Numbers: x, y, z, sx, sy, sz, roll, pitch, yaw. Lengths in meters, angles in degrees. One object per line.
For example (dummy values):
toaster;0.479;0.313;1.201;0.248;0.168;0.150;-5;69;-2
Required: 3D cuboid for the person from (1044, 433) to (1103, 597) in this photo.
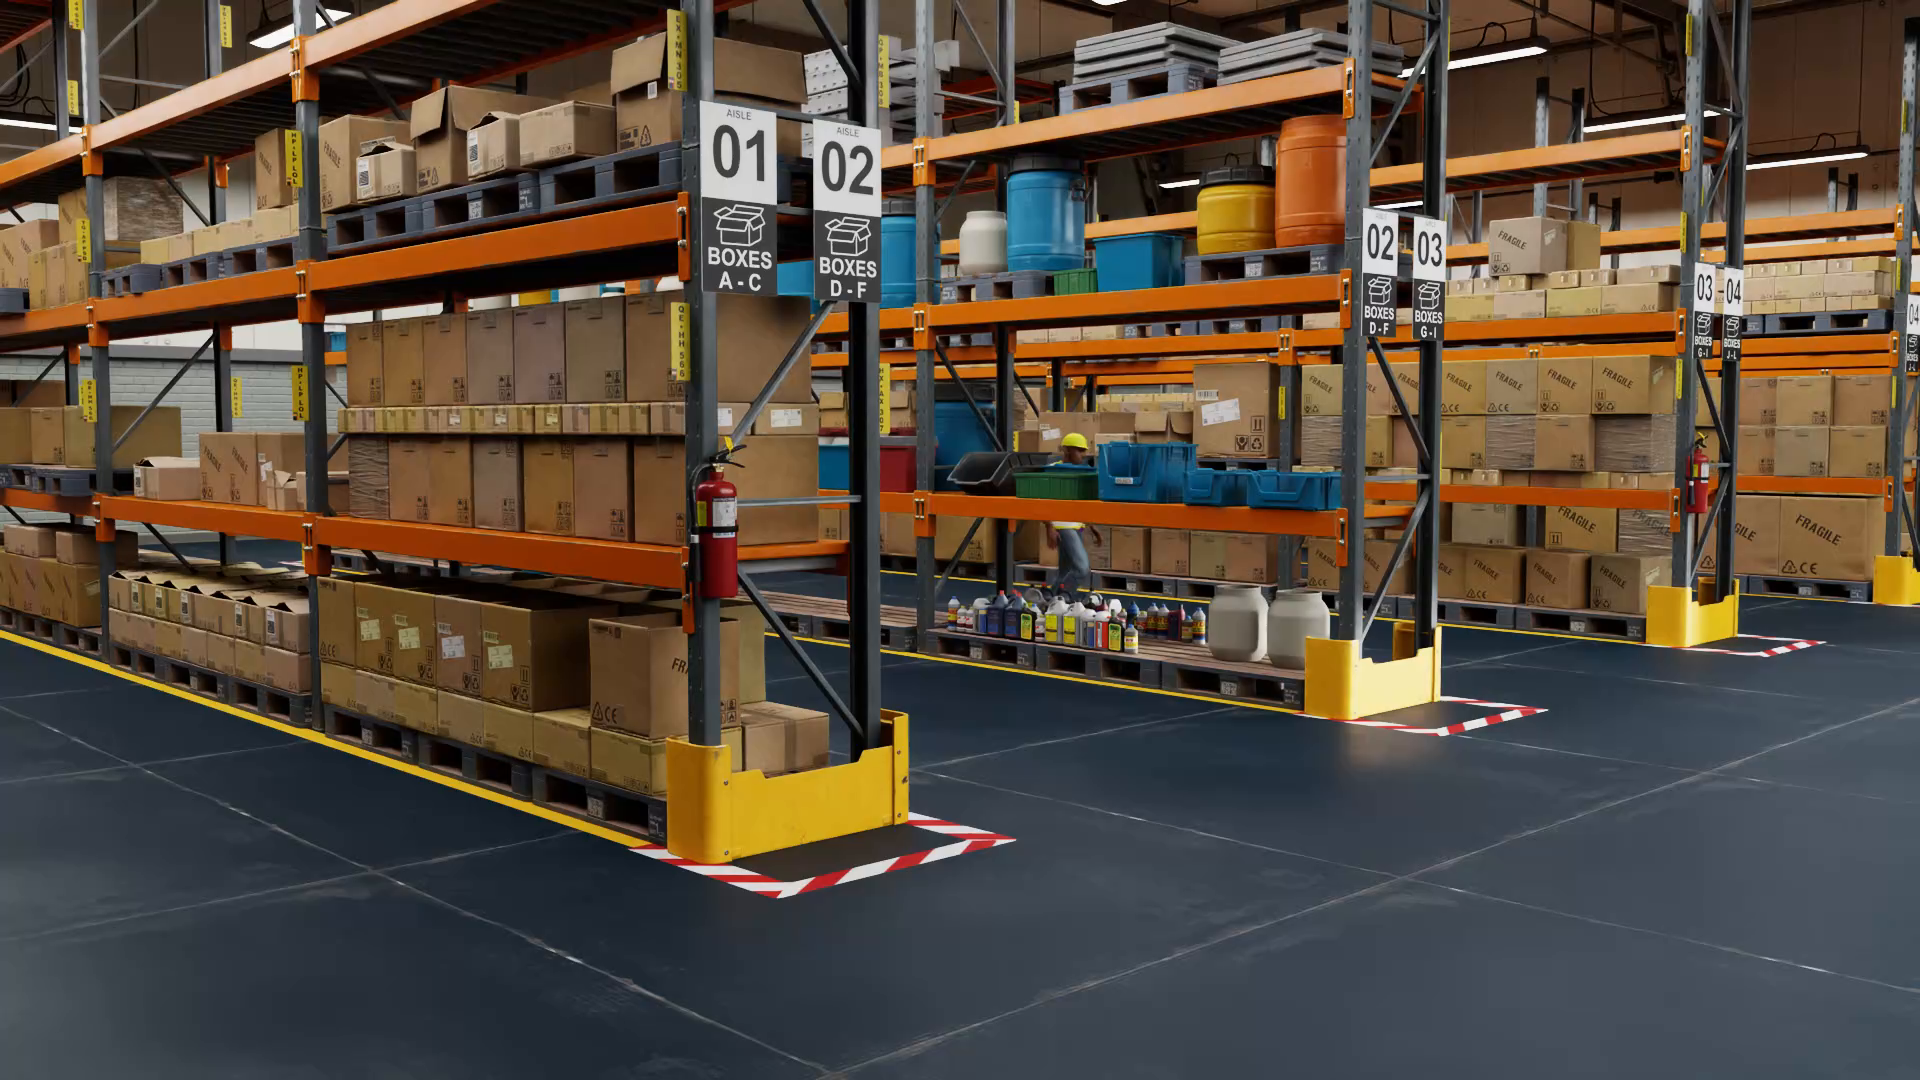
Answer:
person;0.991;-0.068;15.012;0.483;1.797;0.619;2;4;26
